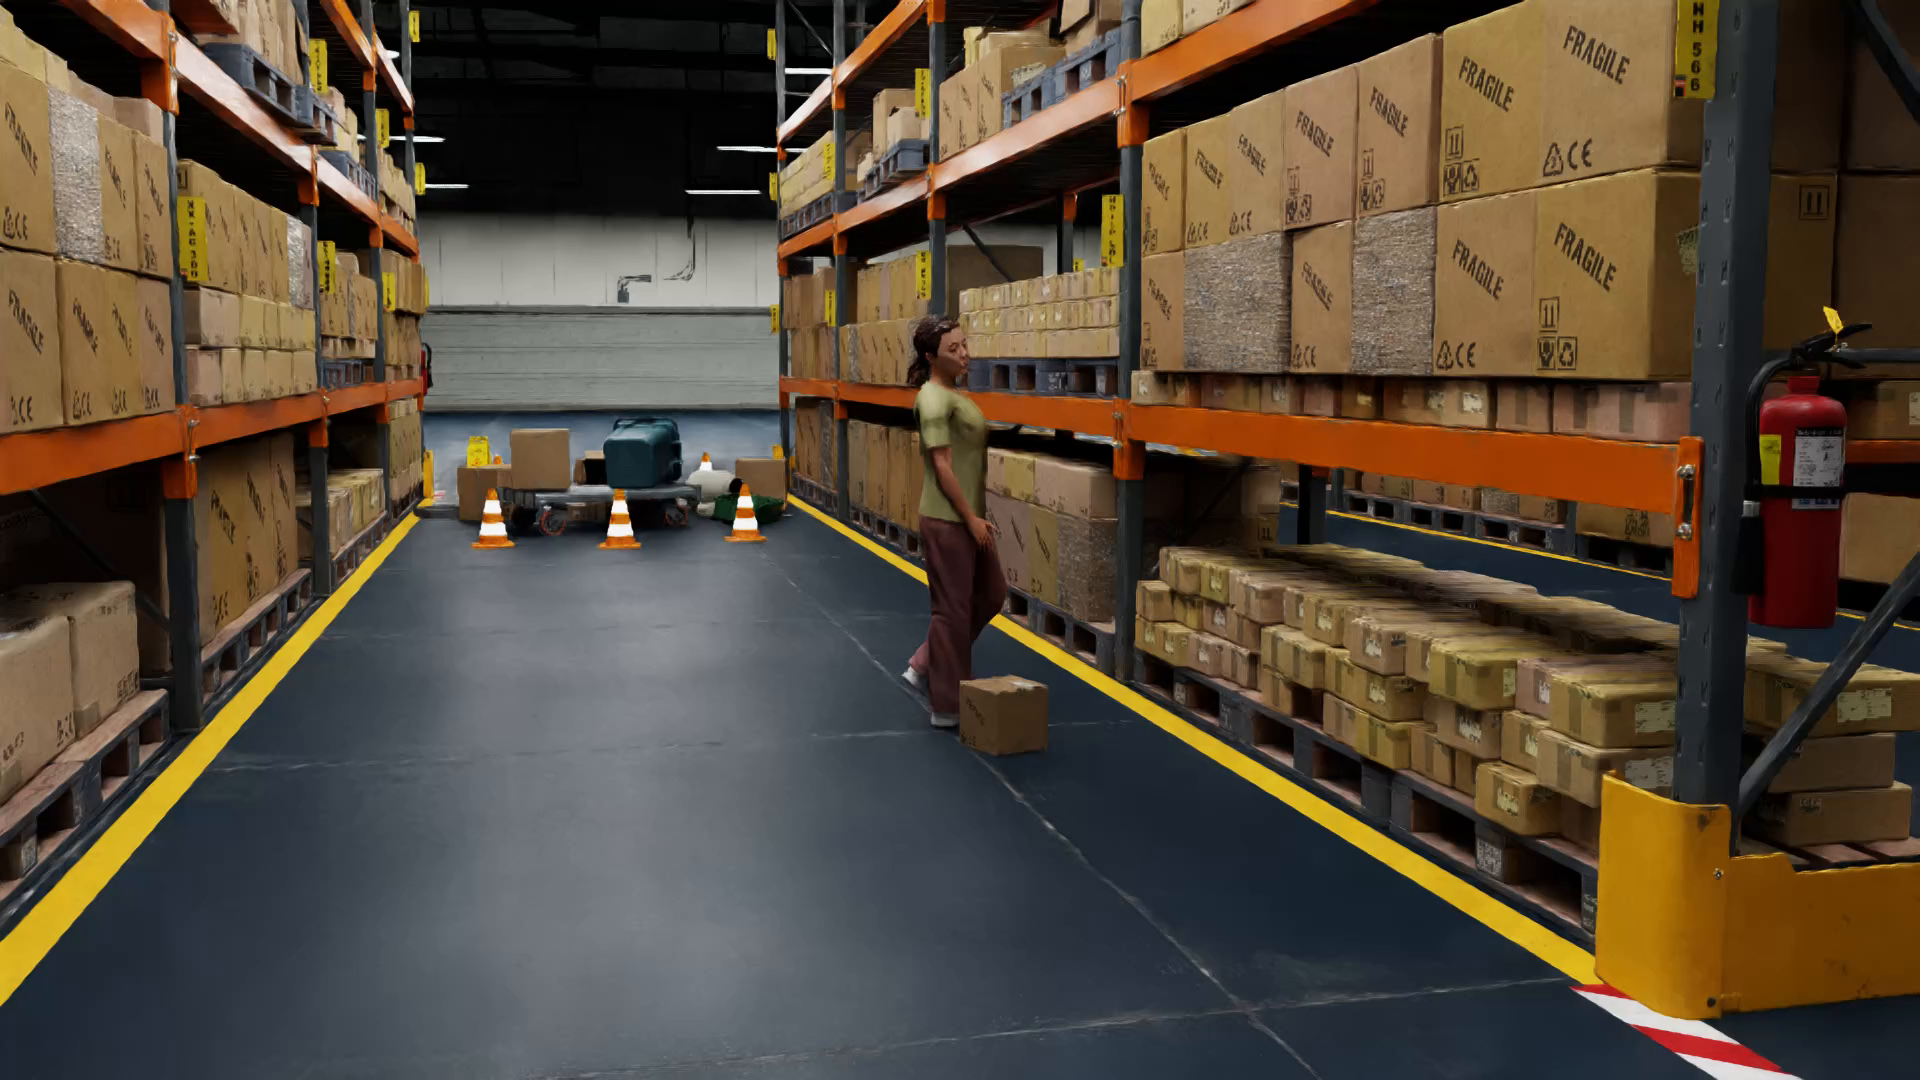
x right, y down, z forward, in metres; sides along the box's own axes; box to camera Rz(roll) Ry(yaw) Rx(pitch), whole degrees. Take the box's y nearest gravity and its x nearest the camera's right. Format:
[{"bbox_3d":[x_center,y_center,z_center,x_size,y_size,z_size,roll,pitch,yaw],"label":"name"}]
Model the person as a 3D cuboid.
[{"bbox_3d":[-0.036,-0.068,6.716,0.446,1.661,0.528,1,6,9],"label":"person"}]
